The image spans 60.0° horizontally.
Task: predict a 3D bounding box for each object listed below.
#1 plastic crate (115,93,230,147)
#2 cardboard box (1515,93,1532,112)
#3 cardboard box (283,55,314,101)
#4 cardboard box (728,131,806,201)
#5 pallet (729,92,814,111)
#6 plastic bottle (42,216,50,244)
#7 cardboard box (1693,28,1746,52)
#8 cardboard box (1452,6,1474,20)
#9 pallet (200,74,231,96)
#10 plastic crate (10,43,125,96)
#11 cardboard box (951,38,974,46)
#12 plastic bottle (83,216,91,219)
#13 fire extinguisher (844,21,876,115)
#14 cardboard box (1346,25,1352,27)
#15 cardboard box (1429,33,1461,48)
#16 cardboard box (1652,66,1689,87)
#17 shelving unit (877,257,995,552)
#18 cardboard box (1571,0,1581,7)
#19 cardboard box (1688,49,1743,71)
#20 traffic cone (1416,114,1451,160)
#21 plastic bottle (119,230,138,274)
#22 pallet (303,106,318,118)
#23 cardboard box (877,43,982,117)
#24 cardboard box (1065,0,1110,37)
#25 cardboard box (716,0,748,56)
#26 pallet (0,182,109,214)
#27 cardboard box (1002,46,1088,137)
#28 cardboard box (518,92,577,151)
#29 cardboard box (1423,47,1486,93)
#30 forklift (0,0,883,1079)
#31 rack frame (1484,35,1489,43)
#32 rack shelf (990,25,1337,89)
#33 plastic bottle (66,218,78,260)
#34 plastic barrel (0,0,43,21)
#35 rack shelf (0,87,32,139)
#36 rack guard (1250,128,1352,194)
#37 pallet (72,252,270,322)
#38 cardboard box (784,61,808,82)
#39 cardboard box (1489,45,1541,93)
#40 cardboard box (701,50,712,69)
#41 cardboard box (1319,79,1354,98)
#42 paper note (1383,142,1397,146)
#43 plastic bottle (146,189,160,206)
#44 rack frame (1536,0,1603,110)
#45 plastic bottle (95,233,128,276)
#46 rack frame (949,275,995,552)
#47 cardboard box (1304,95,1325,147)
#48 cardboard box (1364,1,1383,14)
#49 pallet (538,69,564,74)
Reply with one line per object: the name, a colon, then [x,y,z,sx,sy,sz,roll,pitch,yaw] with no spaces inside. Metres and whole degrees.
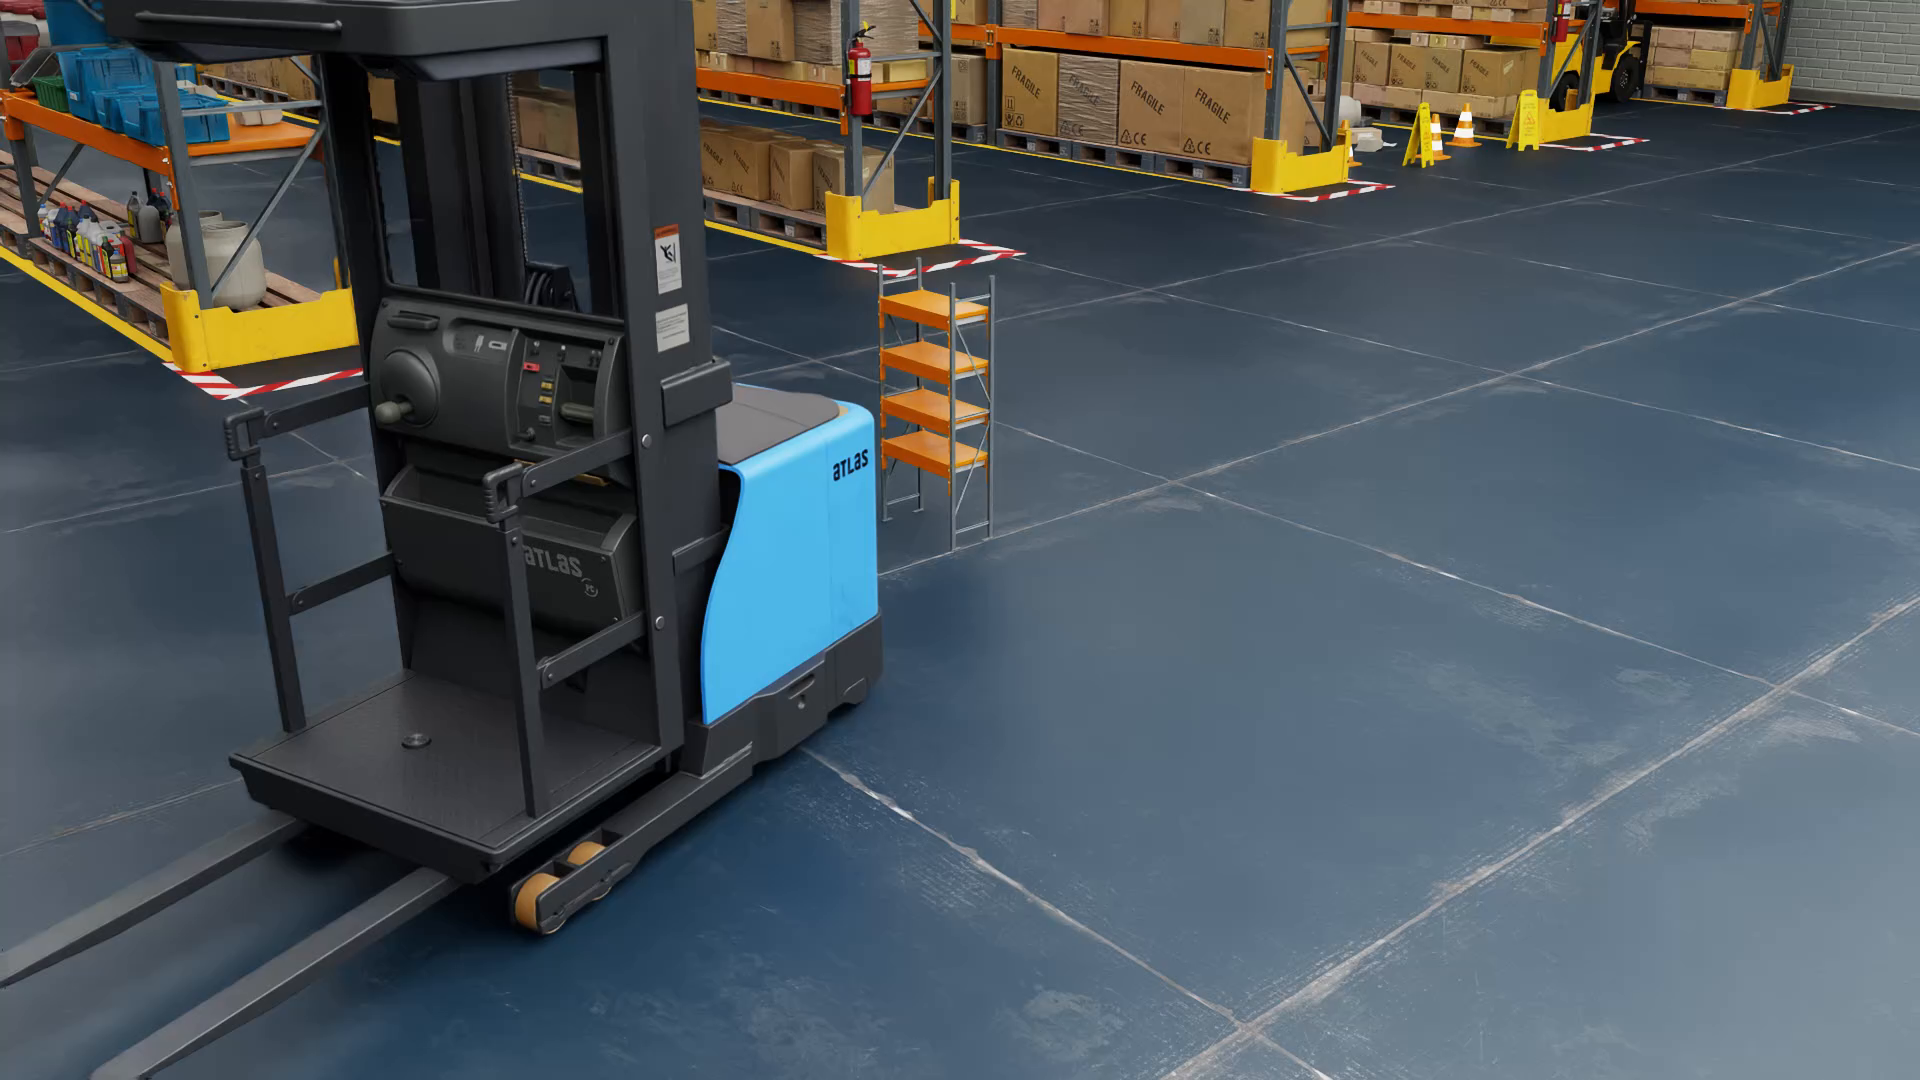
plastic crate: [-4.792,-2.572,10.142,0.499,0.251,0.616,-17,27,-37]
cardboard box: [6.705,-5.317,20.139,0.500,0.250,0.500,-18,28,-38]
cardboard box: [-7.886,-6.103,21.291,1.225,0.875,0.875,-17,27,-37]
cardboard box: [-1.691,-3.296,14.638,0.500,0.500,0.500,-14,26,-33]
pallet: [-2.393,-6.034,22.601,1.003,0.211,1.213,-17,27,-37]
plastic bottle: [-6.907,-2.361,12.633,0.097,0.201,0.097,0,21,0]
cardboard box: [10.243,-6.729,22.375,0.500,0.250,0.500,-16,27,-36]
cardboard box: [6.024,-6.231,19.625,0.380,0.149,0.250,-17,27,-37]
pallet: [-10.349,-6.673,24.233,1.003,0.211,1.213,-17,27,-37]
plastic crate: [-6.604,-3.476,12.330,0.767,0.338,0.504,-17,27,-37]
cardboard box: [0.249,-8.234,26.732,0.875,0.875,0.875,-16,27,-36]
plastic bottle: [-6.450,-2.281,12.332,0.097,0.271,0.097,0,21,0]
fire extinguisher: [-0.760,-3.576,12.607,0.296,0.674,0.183,-17,27,-37]
cardboard box: [6.387,-8.241,27.092,0.875,0.625,0.625,-16,27,-36]
cardboard box: [5.849,-5.994,19.951,0.380,0.149,0.250,-17,27,-37]
cardboard box: [9.916,-6.405,22.918,0.500,0.250,0.500,-17,27,-37]
shelving unit: [-0.108,-0.604,7.382,0.258,1.200,0.503,-17,27,-37]
cardboard box: [6.923,-6.495,19.408,0.500,0.500,0.500,-18,28,-38]
cardboard box: [10.225,-6.503,22.484,0.500,0.250,0.500,-18,28,-38]
traffic cone: [5.145,-4.385,18.045,0.336,0.463,0.334,-17,27,-37]
plastic bottle: [-5.833,-2.019,11.648,0.061,0.283,0.133,-17,27,-37]
pallet: [-7.758,-5.575,21.429,1.003,0.211,1.213,-17,27,-37]
cardboard box: [-0.374,-5.577,20.119,1.050,0.750,0.750,-17,27,-37]
cardboard box: [1.616,-5.658,17.612,0.875,0.550,0.550,-17,27,-37]
cardboard box: [-1.535,-4.355,13.945,0.875,0.500,0.500,-17,27,-37]
pallet: [-8.192,-2.926,14.665,1.003,0.211,1.213,-17,27,-37]
cardboard box: [1.084,-5.027,18.544,0.875,0.875,0.875,-17,27,-37]
cardboard box: [-4.144,-4.365,17.340,0.500,0.500,0.700,20,29,41]
cardboard box: [5.958,-5.680,20.038,0.500,0.500,0.500,-16,27,-36]
forklift: [-1.454,-0.451,4.616,1.130,2.935,3.031,12,24,28]
rack frame: [8.169,-8.400,24.819,1.000,3.000,0.127,-17,27,-37]
rack shelf: [2.032,-5.124,17.440,1.077,0.370,4.000,-17,27,-37]
plastic bottle: [-6.437,-2.190,12.084,0.061,0.283,0.133,-16,26,-35]
plastic barrel: [-8.069,-4.382,14.372,0.433,0.535,0.433,0,21,0]
rack shelf: [-8.155,-3.897,14.307,1.077,0.370,4.000,-17,27,-37]
rack guard: [3.353,-3.736,16.336,1.175,0.500,0.348,-17,27,-37]
pallet: [-5.642,-1.848,11.914,1.003,0.211,1.213,-17,27,-37]
cardboard box: [-1.193,-3.792,13.397,0.380,0.149,0.250,-17,27,-37]
cardboard box: [6.689,-5.672,20.019,0.500,0.500,0.500,-19,28,-39]
cardboard box: [-1.998,-4.141,14.288,0.380,0.149,0.250,-17,27,-37]
cardboard box: [4.948,-5.761,21.274,0.500,0.250,0.500,-16,26,-34]
paper note: [4.897,-4.517,18.976,0.142,0.019,0.148,12,24,27]
plastic bottle: [-6.210,-2.542,12.889,0.144,0.351,0.185,-18,28,-39]
rack frame: [7.022,-6.113,18.977,1.000,3.000,0.127,-17,27,-37]
plastic bottle: [-5.913,-1.990,11.584,0.152,0.276,0.135,-17,27,-37]
rack frame: [0.051,-0.537,7.210,0.240,1.200,0.015,-17,27,-37]
cardboard box: [3.957,-4.833,19.133,0.637,0.503,0.797,3,22,9]
cardboard box: [5.201,-6.582,20.520,0.380,0.149,0.250,-17,27,-37]
pallet: [-6.553,-7.775,27.044,1.003,0.211,1.213,-17,27,-37]
